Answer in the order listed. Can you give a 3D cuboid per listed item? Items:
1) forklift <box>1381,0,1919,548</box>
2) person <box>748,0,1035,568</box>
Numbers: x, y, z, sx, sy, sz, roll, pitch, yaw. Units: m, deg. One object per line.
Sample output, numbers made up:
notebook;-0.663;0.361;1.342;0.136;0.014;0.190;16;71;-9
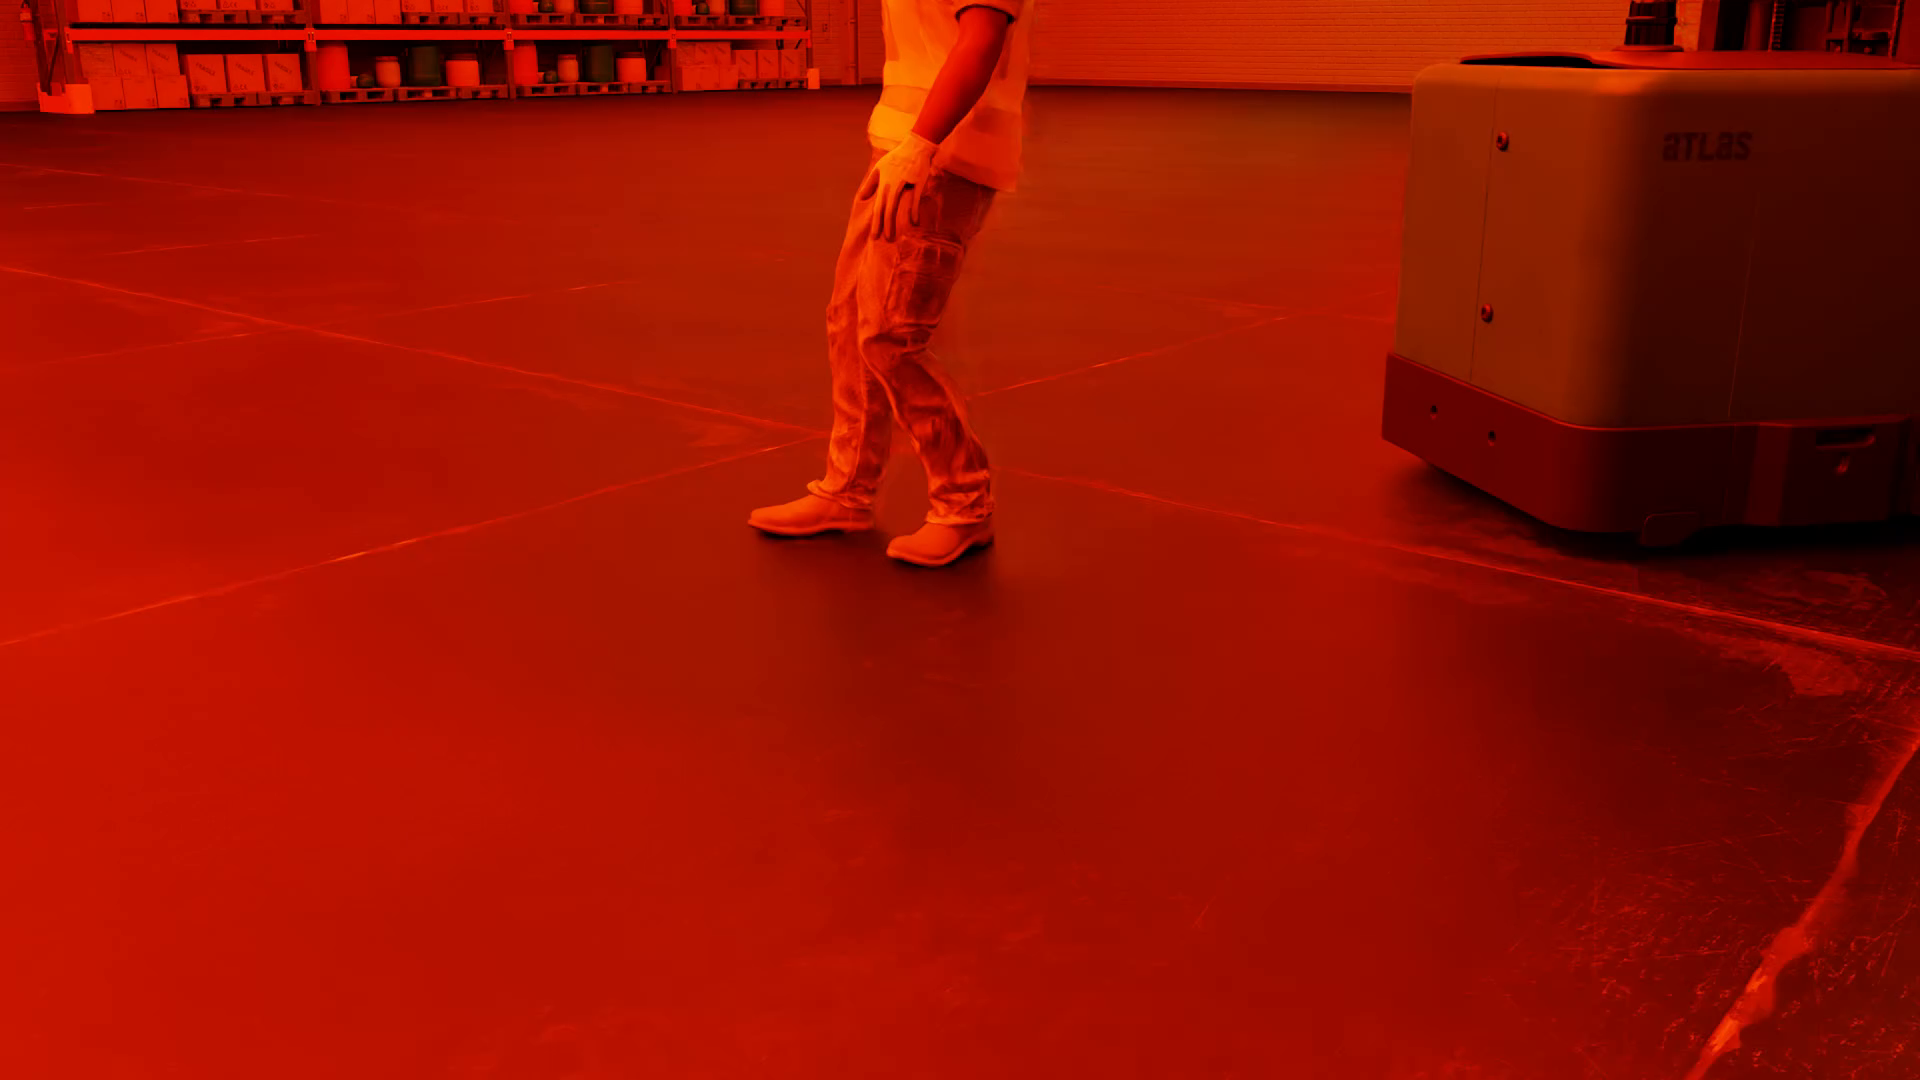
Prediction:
forklift;2.744;-1.580;4.101;3.031;2.935;1.130;-3;17;-11
person;-0.170;-0.823;3.665;0.651;1.760;0.727;-2;17;-7
